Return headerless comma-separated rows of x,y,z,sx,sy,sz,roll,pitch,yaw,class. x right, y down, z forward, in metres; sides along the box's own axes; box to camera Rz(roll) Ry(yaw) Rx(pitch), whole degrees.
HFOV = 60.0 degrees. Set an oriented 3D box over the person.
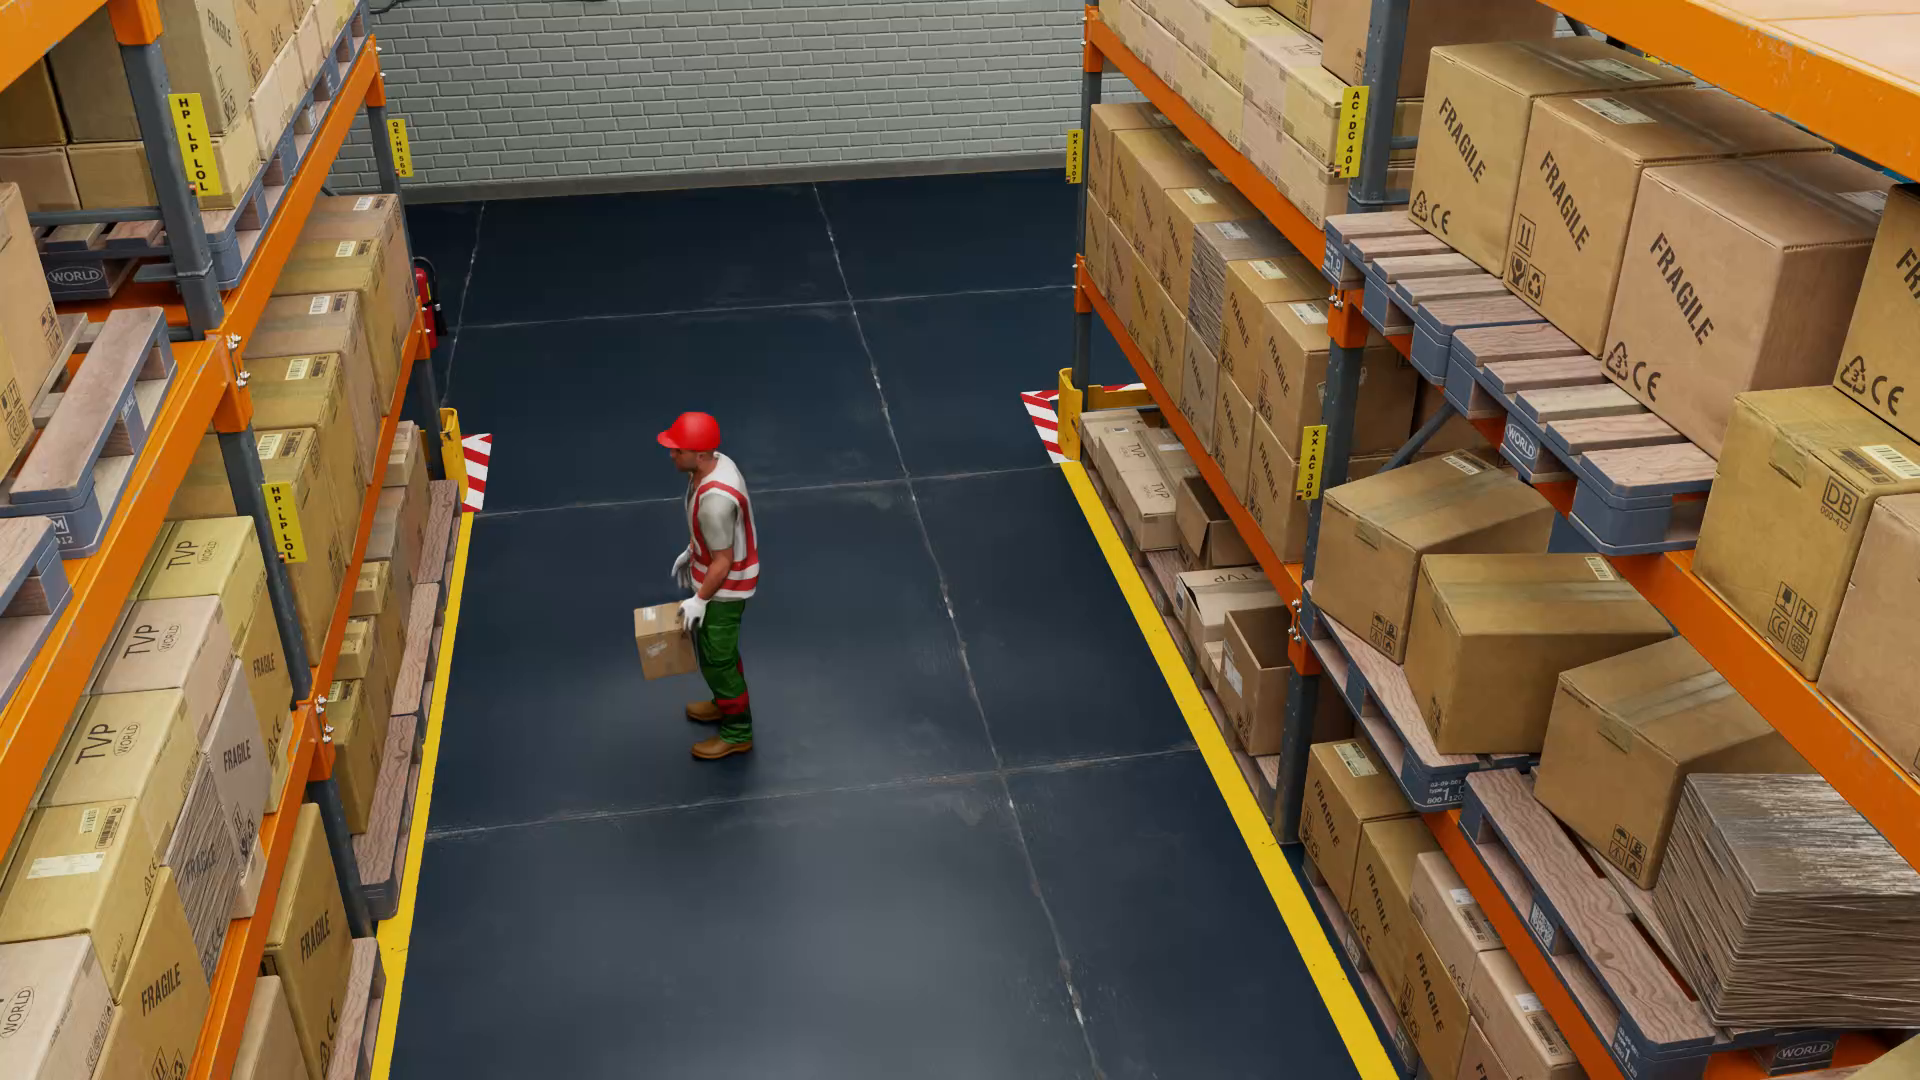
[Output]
-1.141,0.203,7.771,0.404,1.787,0.547,-6,31,-10,person
